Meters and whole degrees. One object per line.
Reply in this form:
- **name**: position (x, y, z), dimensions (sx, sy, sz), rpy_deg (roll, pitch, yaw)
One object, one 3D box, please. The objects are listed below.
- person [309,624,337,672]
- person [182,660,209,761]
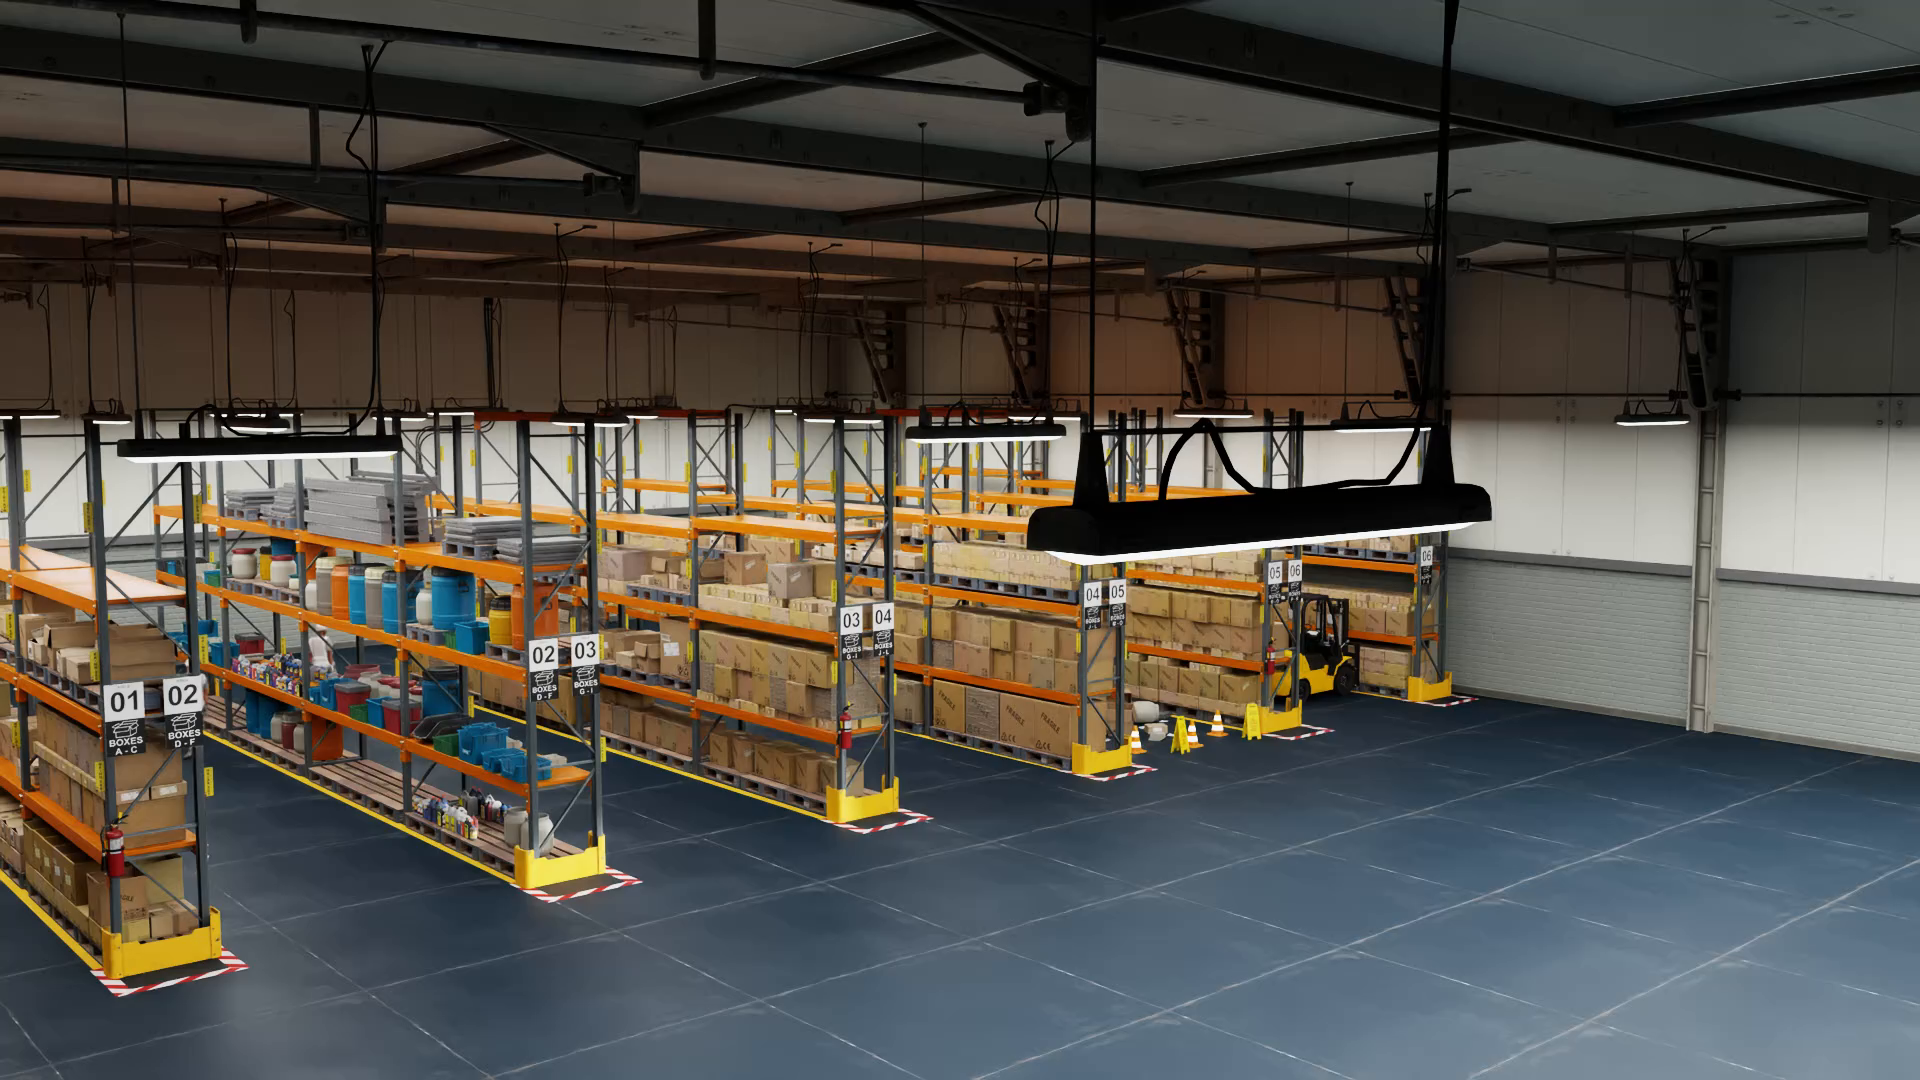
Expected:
- **person**: position (-12.702, 2.523, 33.111), dimensions (0.553, 1.763, 0.506), rpy_deg (-1, 5, -10)
- **person**: position (-13.203, 2.918, 28.628), dimensions (0.479, 1.784, 0.593), rpy_deg (3, 6, 35)
